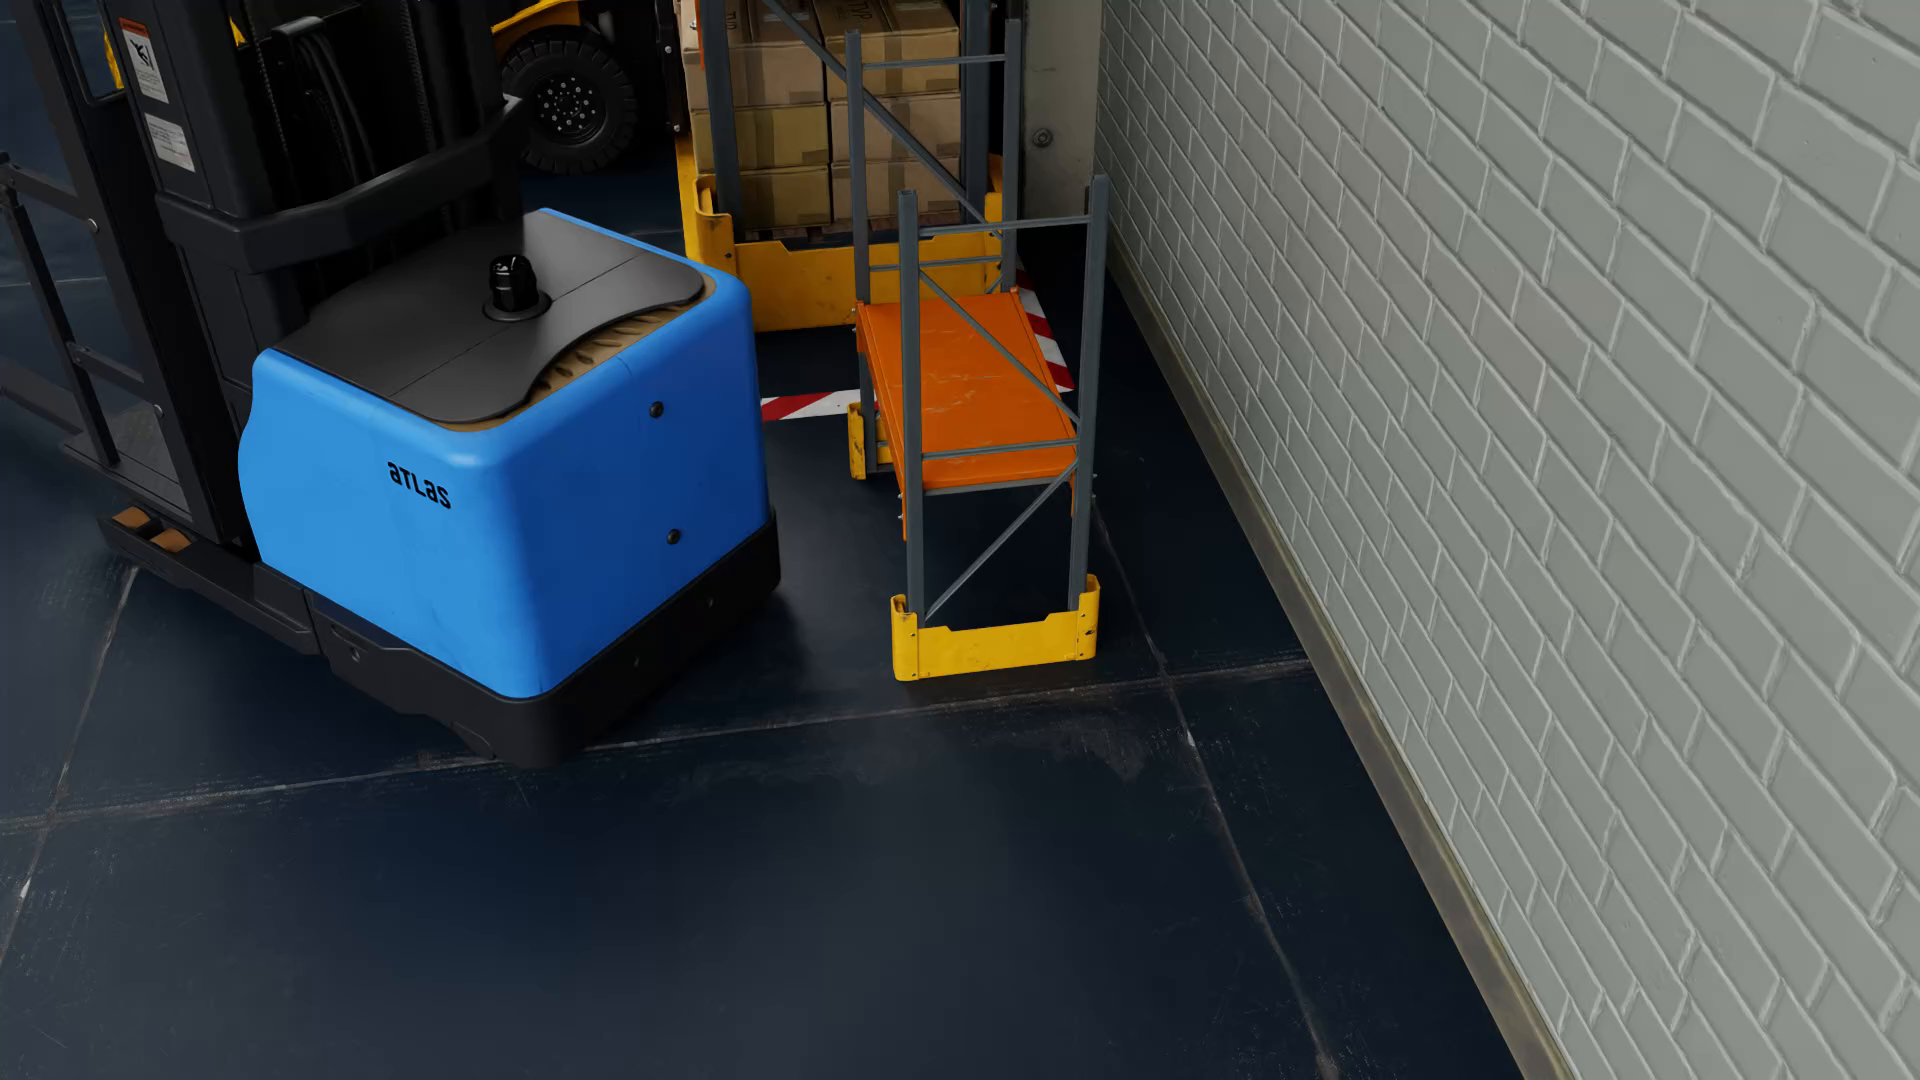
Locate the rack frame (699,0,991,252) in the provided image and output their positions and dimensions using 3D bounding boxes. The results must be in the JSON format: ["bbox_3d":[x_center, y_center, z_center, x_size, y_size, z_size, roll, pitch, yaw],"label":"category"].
[{"bbox_3d":[-0.395,-2.119,5.532,1.000,3.000,0.127,-6,38,-8],"label":"rack frame"}]

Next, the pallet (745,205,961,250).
[{"bbox_3d":[-0.571,-1.475,6.976,1.003,0.211,1.213,-6,38,-8],"label":"pallet"}]

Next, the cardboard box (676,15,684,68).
[{"bbox_3d":[-0.977,-2.270,7.219,0.500,0.250,0.500,-7,38,-9],"label":"cardboard box"}]

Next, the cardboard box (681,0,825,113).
[{"bbox_3d":[-0.783,-1.838,6.255,0.500,0.250,0.500,-5,38,-6],"label":"cardboard box"}]

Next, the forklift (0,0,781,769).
[{"bbox_3d":[-2.039,-1.266,4.491,3.031,2.935,1.130,23,43,27],"label":"forklift"}]

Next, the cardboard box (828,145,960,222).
[{"bbox_3d":[-0.289,-1.516,6.656,0.500,0.250,0.500,-6,38,-8],"label":"cardboard box"}]

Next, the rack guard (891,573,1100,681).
[{"bbox_3d":[0.101,0.248,4.727,0.587,0.250,0.087,-6,38,-8],"label":"rack guard"}]

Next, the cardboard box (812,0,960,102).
[{"bbox_3d":[-0.293,-1.904,6.340,0.500,0.250,0.500,-7,38,-9],"label":"cardboard box"}]

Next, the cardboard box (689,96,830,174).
[{"bbox_3d":[-0.788,-1.657,6.429,0.500,0.250,0.500,-7,38,-9],"label":"cardboard box"}]

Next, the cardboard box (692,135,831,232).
[{"bbox_3d":[-0.789,-1.449,6.568,0.500,0.250,0.500,-6,38,-8],"label":"cardboard box"}]

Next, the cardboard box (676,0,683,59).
[{"bbox_3d":[-0.878,-2.146,6.651,0.500,0.250,0.500,-6,38,-7],"label":"cardboard box"}]

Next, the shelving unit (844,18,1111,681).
[{"bbox_3d":[0.013,-0.546,4.731,0.587,1.500,1.083,-6,38,-8],"label":"shelving unit"}]

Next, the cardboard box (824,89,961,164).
[{"bbox_3d":[-0.273,-1.702,6.488,0.500,0.250,0.500,-6,38,-7],"label":"cardboard box"}]

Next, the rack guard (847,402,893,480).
[{"bbox_3d":[-0.074,-0.353,5.501,0.587,0.250,0.087,-6,38,-8],"label":"rack guard"}]

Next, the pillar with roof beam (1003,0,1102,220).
[{"bbox_3d":[-3.868,-4.542,3.762,9.100,9.000,0.400,-6,38,-8],"label":"pillar with roof beam"}]

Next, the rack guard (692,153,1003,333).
[{"bbox_3d":[-0.391,-1.117,6.280,1.175,0.500,0.348,-6,38,-8],"label":"rack guard"}]

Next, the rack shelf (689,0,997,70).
[{"bbox_3d":[-0.746,-3.043,7.308,1.077,0.370,4.000,-6,38,-8],"label":"rack shelf"}]

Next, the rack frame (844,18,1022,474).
[{"bbox_3d":[-0.074,-0.848,5.119,0.500,1.500,0.032,-6,38,-8],"label":"rack frame"}]

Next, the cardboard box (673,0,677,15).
[{"bbox_3d":[-0.977,-2.450,7.042,0.500,0.250,0.500,-6,38,-7],"label":"cardboard box"}]

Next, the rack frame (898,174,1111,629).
[{"bbox_3d":[0.104,-0.234,4.328,0.500,1.500,0.032,-6,38,-8],"label":"rack frame"}]

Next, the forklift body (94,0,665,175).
[{"bbox_3d":[-2.524,-2.733,7.014,2.313,2.155,1.214,-6,38,-8],"label":"forklift body"}]

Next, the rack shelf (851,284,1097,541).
[{"bbox_3d":[0.015,-0.399,4.834,0.538,0.185,1.000,-6,38,-8],"label":"rack shelf"}]
